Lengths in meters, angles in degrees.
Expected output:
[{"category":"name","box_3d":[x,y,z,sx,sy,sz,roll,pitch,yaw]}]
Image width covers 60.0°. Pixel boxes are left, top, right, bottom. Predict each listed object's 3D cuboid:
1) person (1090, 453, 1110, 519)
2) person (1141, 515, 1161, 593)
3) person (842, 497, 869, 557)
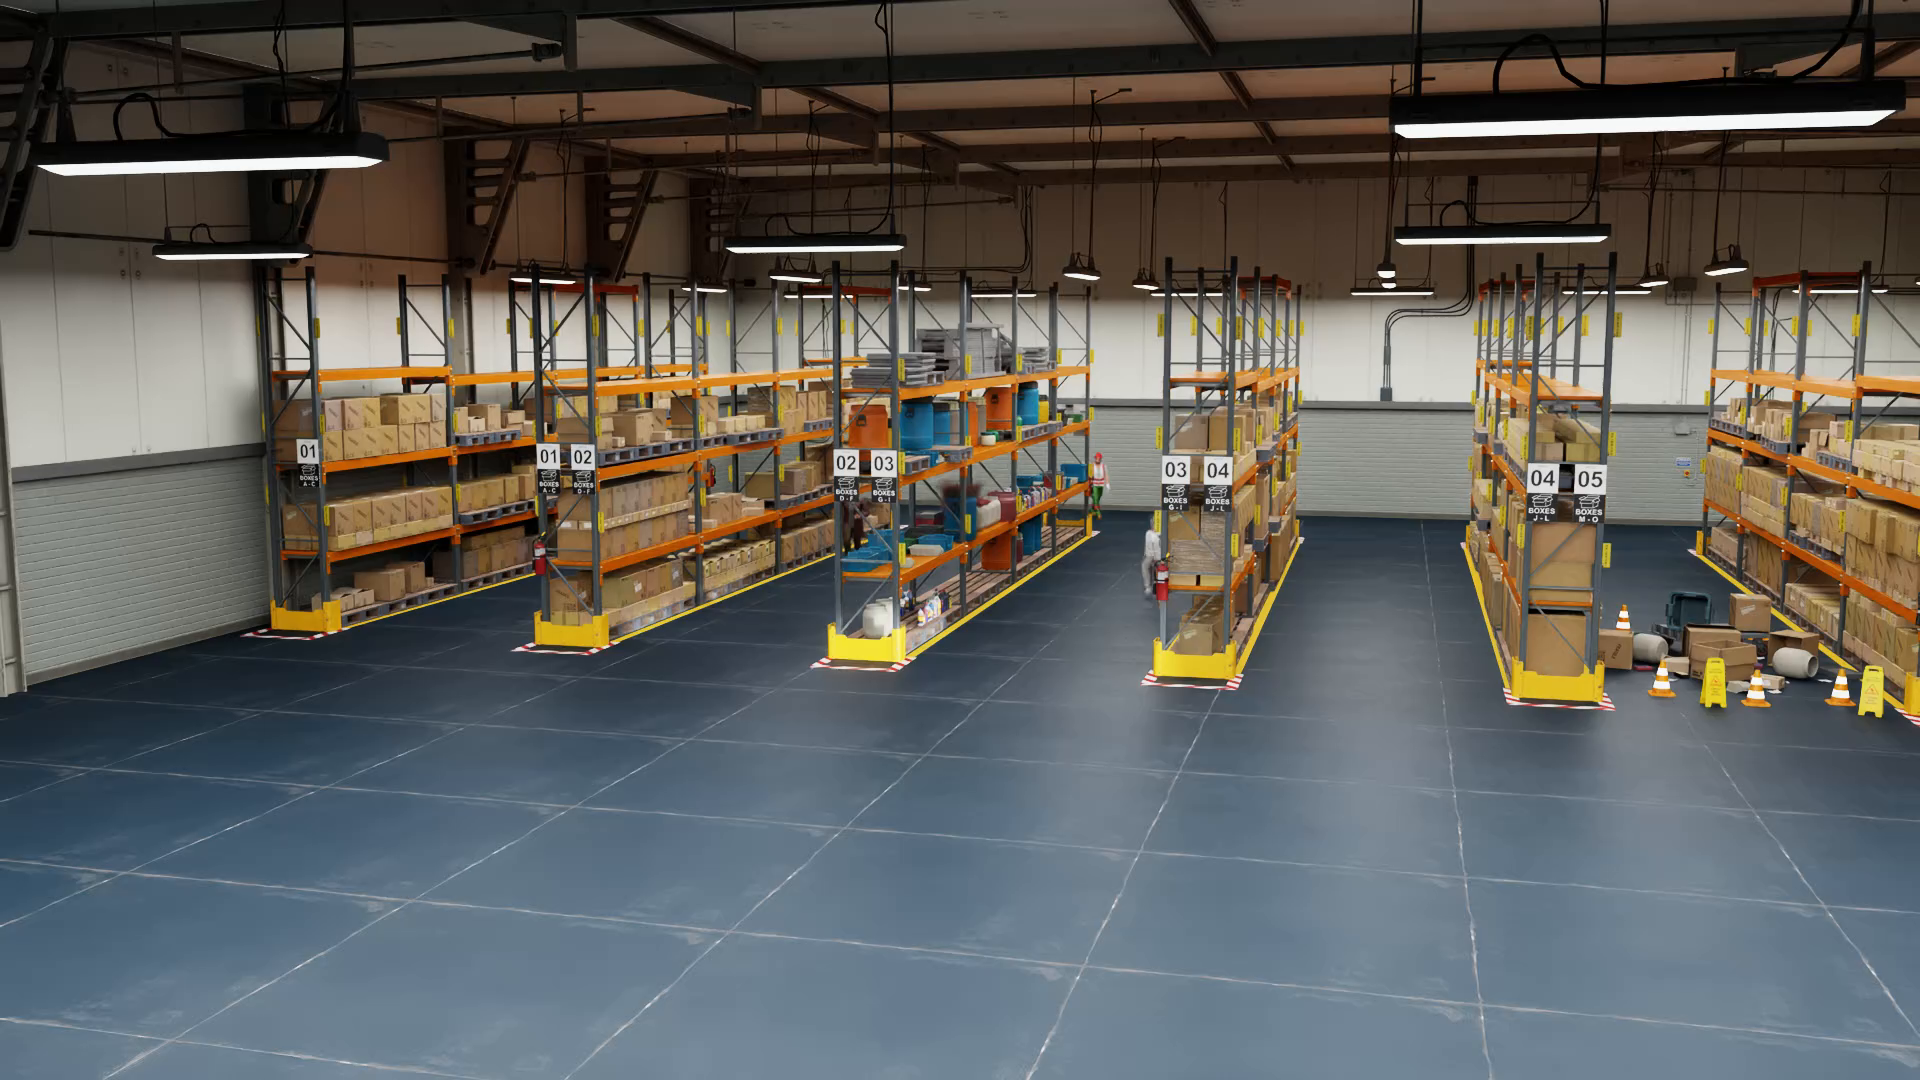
[{"category":"person","box_3d":[3.637,-1.444,43.824,0.542,1.717,1.098,-3,8,-19]},{"category":"person","box_3d":[3.550,0.241,29.947,0.493,1.408,1.048,2,8,17]},{"category":"person","box_3d":[-2.237,-0.270,34.899,0.717,1.778,1.039,1,7,4]}]
